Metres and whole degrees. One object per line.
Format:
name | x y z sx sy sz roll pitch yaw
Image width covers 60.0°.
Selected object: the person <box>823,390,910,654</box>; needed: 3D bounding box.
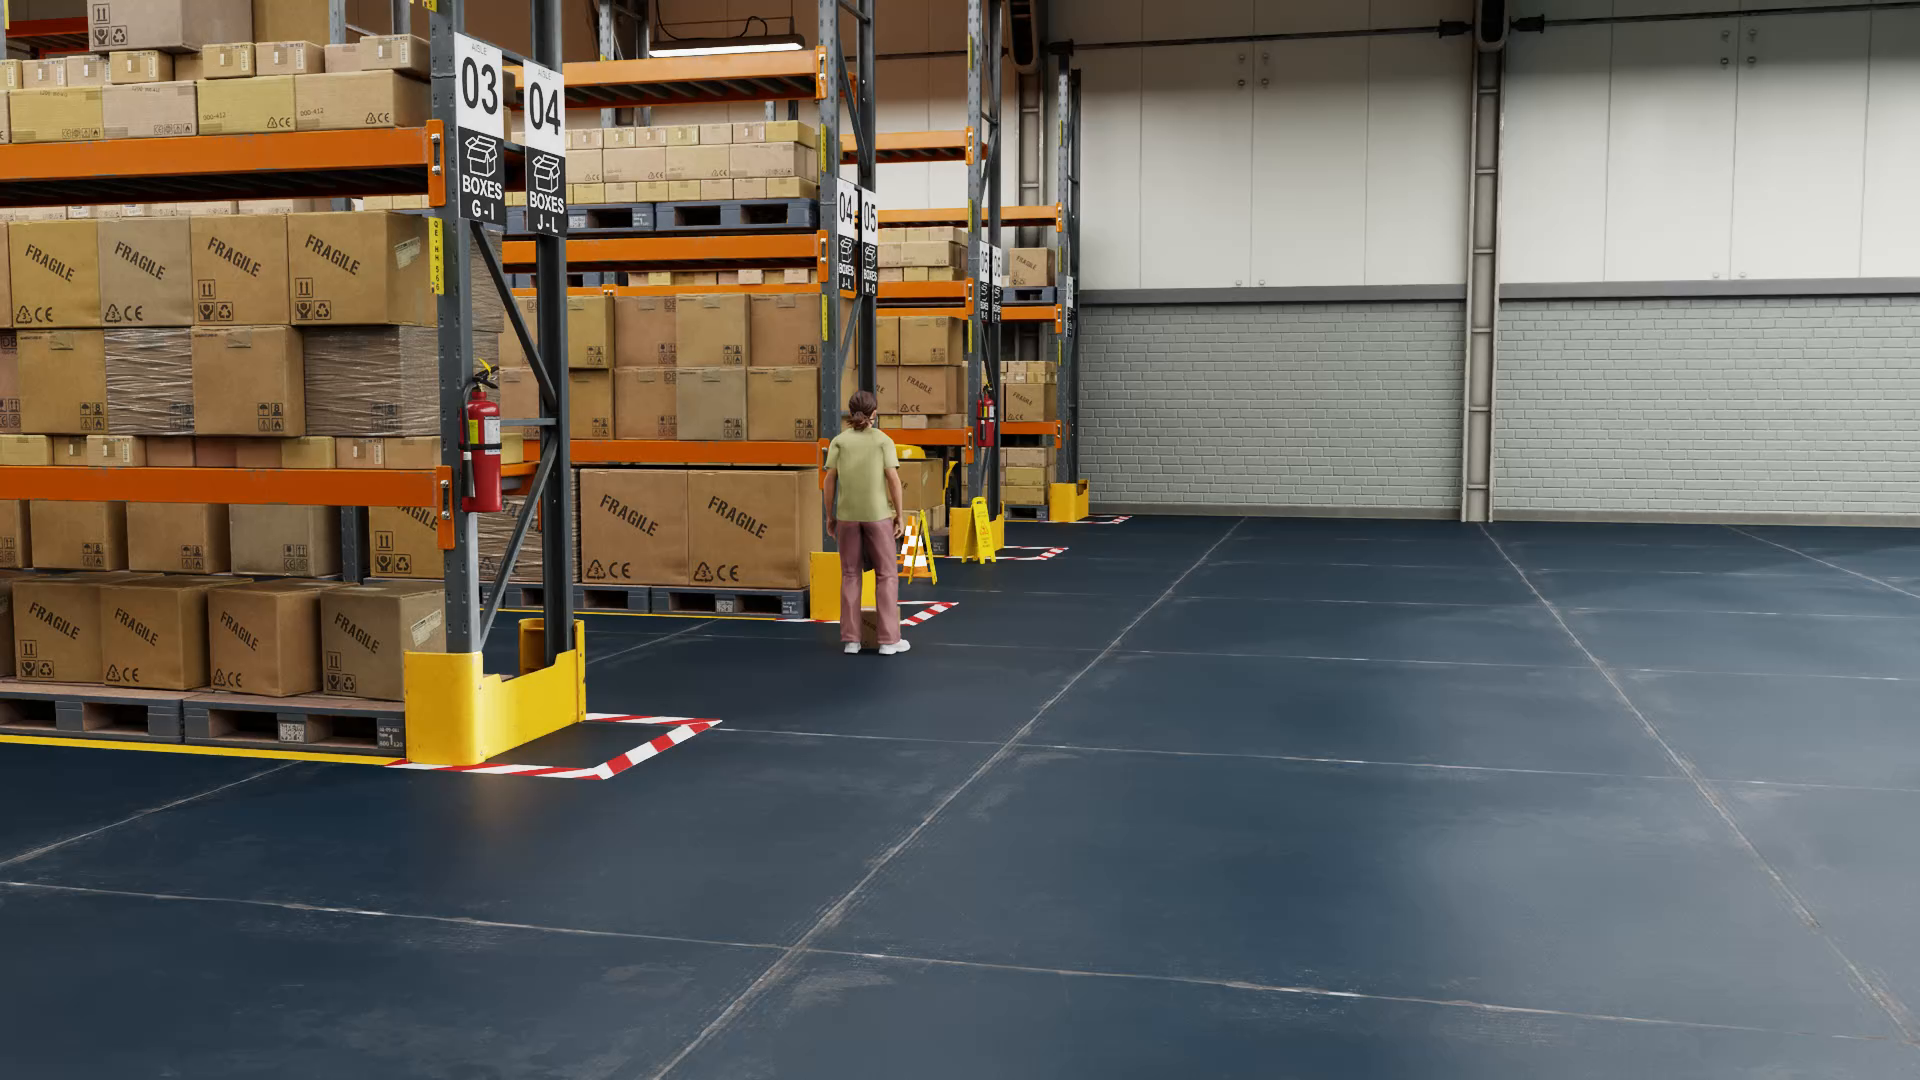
person | -0.601 -0.102 10.589 0.520 1.644 0.358 1 5 11
